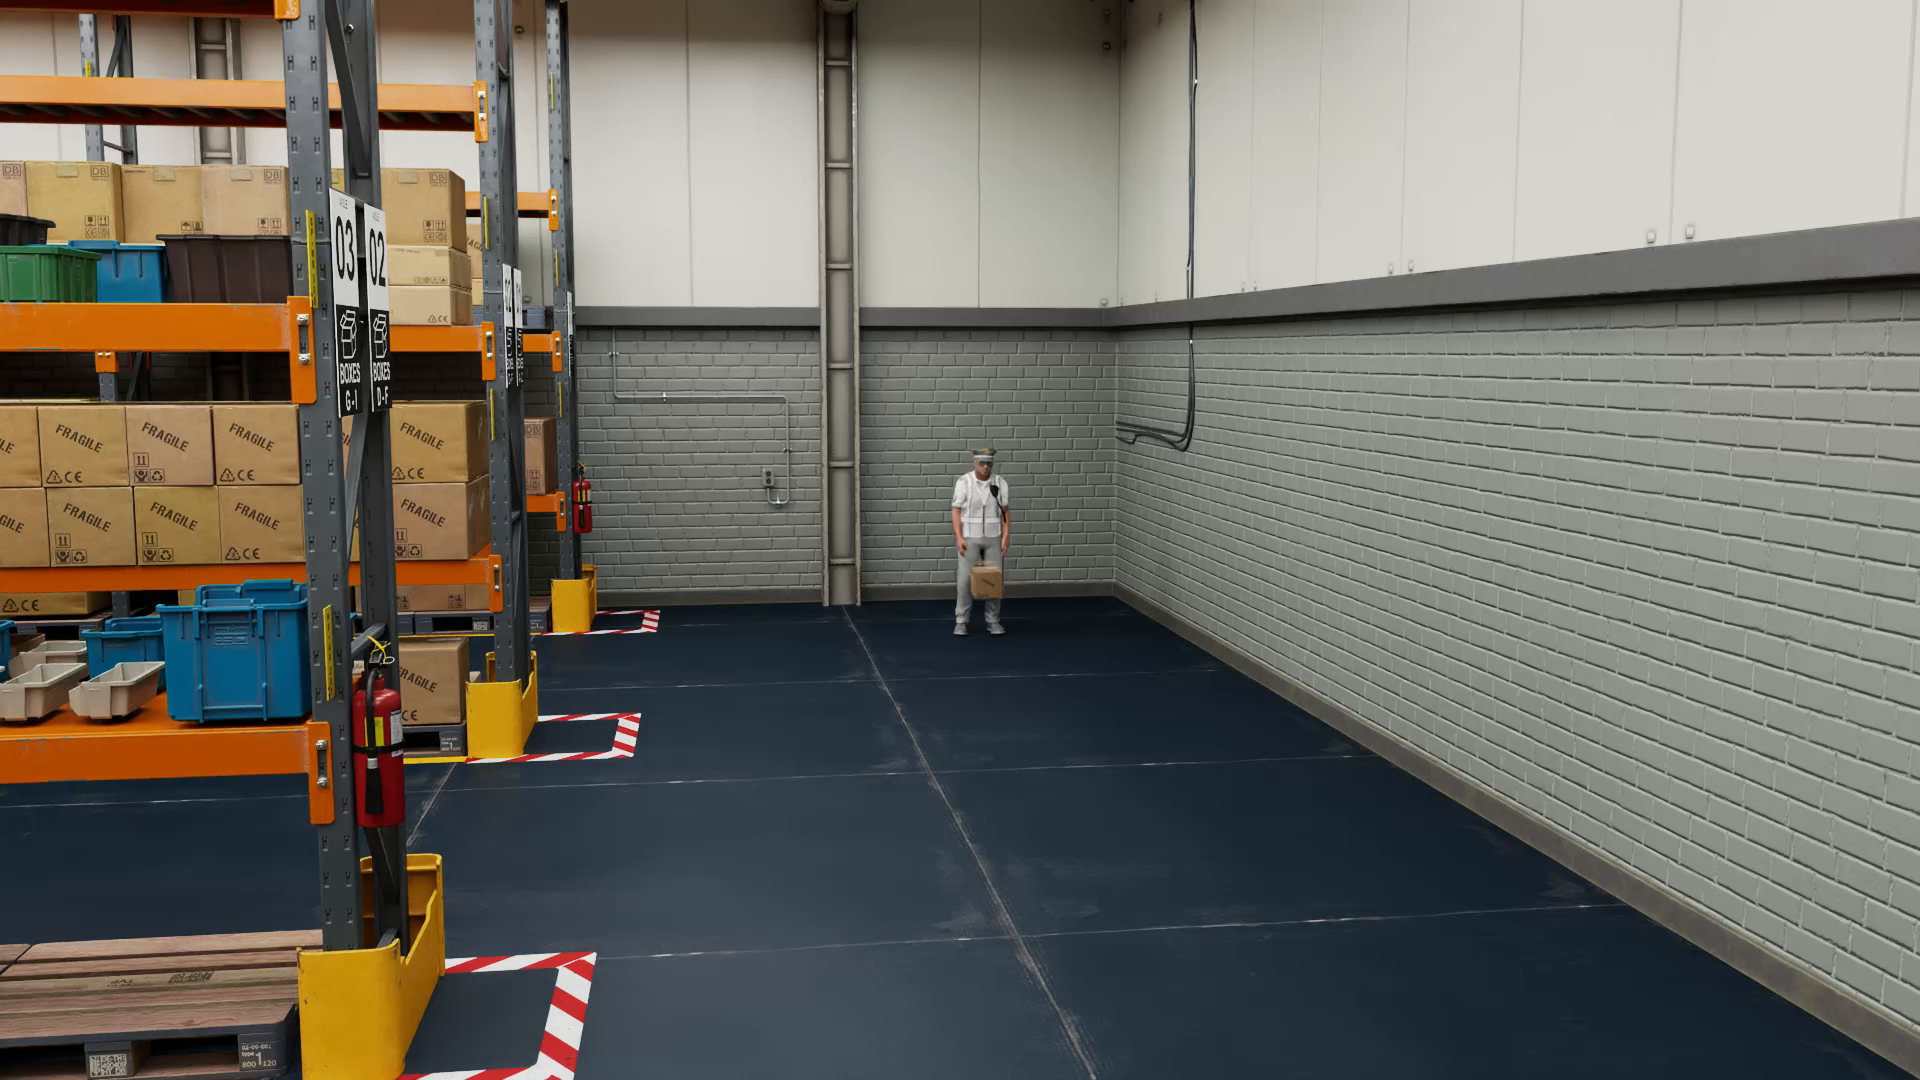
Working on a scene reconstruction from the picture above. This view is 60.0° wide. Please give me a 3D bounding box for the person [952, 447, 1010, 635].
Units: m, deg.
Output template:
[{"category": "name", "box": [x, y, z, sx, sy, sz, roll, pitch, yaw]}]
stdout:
[{"category": "person", "box": [0.197, 0.001, 15.636, 0.560, 1.755, 0.437, -1, 7, -10]}]
